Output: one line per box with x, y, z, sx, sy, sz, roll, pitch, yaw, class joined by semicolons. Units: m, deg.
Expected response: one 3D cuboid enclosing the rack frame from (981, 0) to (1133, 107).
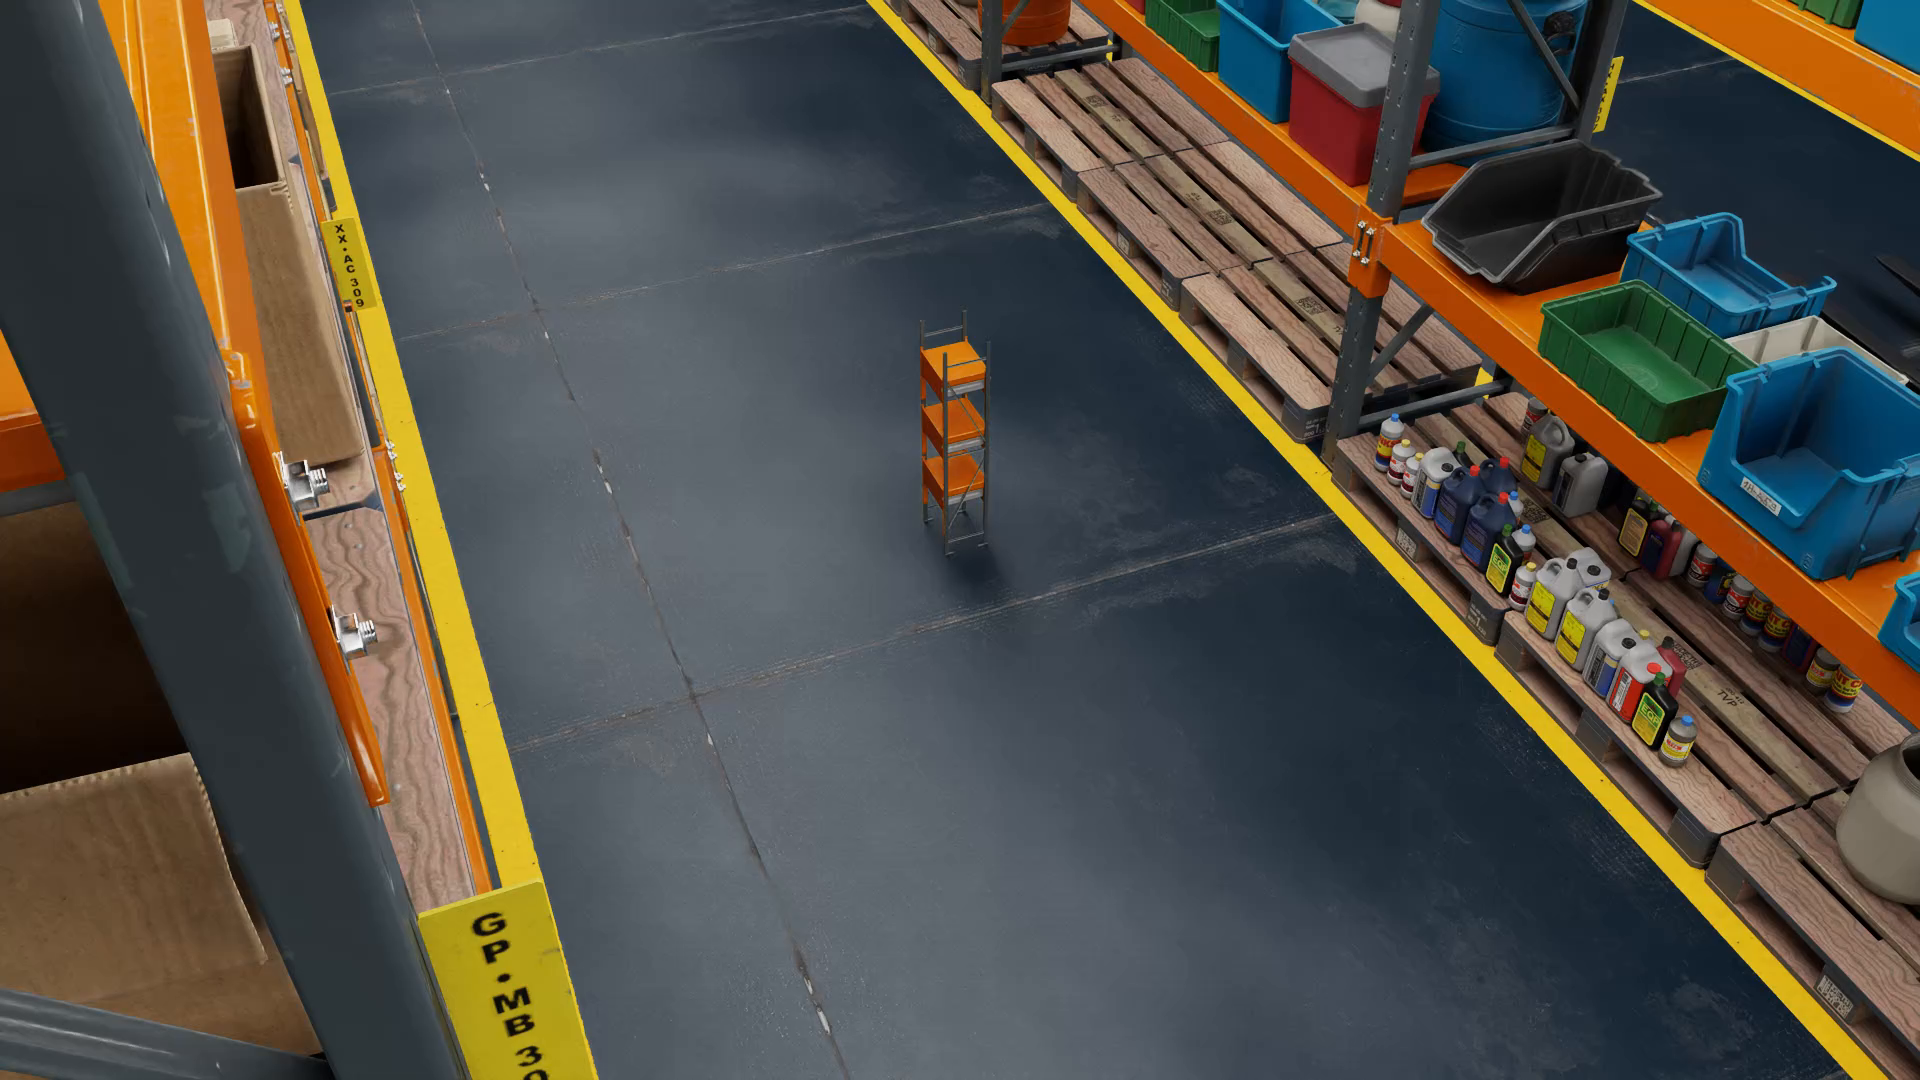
0.616;-4.009;9.611;1.000;3.000;0.127;-15;43;-17;rack frame

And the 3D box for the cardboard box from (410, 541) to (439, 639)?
-2.357;0.213;6.489;0.500;0.250;0.500;-16;43;-18;cardboard box

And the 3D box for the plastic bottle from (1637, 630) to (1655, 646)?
2.553;0.423;6.266;0.097;0.201;0.097;0;41;0;plastic bottle

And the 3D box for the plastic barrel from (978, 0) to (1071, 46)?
0.413;-3.636;10.520;0.600;0.830;0.708;-15;43;-17;plastic barrel

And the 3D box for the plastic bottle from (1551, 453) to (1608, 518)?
2.605;-0.250;6.991;0.152;0.276;0.135;-15;43;-17;plastic bottle

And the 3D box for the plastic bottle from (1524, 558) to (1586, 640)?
2.307;0.198;6.414;0.144;0.351;0.185;-15;43;-17;plastic bottle

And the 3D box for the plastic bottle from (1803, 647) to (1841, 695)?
3.231;0.472;6.209;0.097;0.201;0.097;0;41;0;plastic bottle

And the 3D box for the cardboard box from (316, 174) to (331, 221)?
-3.329;-1.539;8.096;0.500;0.311;0.500;-16;43;-18;cardboard box

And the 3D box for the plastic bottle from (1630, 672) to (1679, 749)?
2.508;0.611;5.985;0.061;0.283;0.133;-14;43;-16;plastic bottle

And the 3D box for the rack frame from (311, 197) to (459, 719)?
-2.431;-0.366;5.375;1.000;3.000;0.127;-15;43;-17;rack frame

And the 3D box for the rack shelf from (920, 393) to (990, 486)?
-0.020;-0.422;6.952;0.215;0.259;0.240;-15;43;-17;rack shelf

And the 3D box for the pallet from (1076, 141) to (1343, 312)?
1.339;-1.741;9.113;1.003;0.211;1.213;-15;43;-17;pallet

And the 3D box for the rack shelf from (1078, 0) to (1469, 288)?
1.381;-2.531;8.445;1.077;0.370;4.000;-15;43;-17;rack shelf

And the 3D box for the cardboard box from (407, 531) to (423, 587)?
-2.359;-0.006;6.313;0.500;0.311;0.500;-15;43;-17;cardboard box

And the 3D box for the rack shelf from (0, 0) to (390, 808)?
-1.666;-1.011;2.383;1.077;0.370;4.000;-15;43;-17;rack shelf

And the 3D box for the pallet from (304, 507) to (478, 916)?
-1.148;0.508;2.126;1.003;0.211;1.213;-15;43;-17;pallet

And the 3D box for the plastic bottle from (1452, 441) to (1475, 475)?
2.110;-0.274;7.014;0.061;0.283;0.133;-15;43;-17;plastic bottle

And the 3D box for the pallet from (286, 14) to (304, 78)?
-4.676;-2.911;10.473;1.003;0.211;1.213;-15;43;-17;pallet

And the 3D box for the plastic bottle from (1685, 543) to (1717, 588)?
2.985;0.084;6.660;0.097;0.201;0.097;0;41;0;plastic bottle

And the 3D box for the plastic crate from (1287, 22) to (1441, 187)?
1.678;-1.839;7.039;0.402;0.464;0.583;-15;43;-17;plastic crate

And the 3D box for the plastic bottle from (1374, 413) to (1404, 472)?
1.863;-0.430;7.205;0.097;0.271;0.097;0;41;0;plastic bottle

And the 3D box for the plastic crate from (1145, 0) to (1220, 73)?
1.219;-2.498;8.016;0.450;0.188;0.662;-15;43;-17;plastic crate

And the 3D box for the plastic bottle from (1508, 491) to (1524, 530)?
2.239;-0.085;6.803;0.097;0.271;0.097;0;41;0;plastic bottle

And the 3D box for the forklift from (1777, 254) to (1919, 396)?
4.947;-1.424;6.658;1.130;2.935;3.031;-12;42;-13;forklift

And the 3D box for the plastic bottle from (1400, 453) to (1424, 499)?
1.941;-0.281;7.085;0.097;0.201;0.097;0;41;0;plastic bottle

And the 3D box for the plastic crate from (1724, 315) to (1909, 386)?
3.002;-0.584;5.831;0.530;0.136;0.437;-15;43;-17;plastic crate

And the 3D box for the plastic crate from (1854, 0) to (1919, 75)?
2.669;-1.395;4.283;0.392;0.384;0.575;-15;43;-17;plastic crate

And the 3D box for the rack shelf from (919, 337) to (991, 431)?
-0.020;-0.637;6.767;0.215;0.259;0.240;-15;43;-17;rack shelf

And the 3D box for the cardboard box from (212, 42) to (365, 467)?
-1.284;-0.412;2.622;0.500;0.500;0.500;-15;43;-17;cardboard box

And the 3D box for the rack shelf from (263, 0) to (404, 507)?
-3.197;-1.298;7.010;1.077;0.370;4.000;-15;43;-17;rack shelf

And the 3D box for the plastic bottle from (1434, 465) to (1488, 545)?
2.072;-0.172;6.844;0.144;0.351;0.185;-14;43;-16;plastic bottle

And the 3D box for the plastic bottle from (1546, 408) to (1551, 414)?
2.635;-0.529;7.310;0.061;0.283;0.133;-13;42;-15;plastic bottle

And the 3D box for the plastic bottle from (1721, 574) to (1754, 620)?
3.064;0.208;6.516;0.097;0.201;0.097;0;41;0;plastic bottle

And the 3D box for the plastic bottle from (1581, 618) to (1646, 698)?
2.445;0.437;6.193;0.152;0.276;0.135;-16;43;-18;plastic bottle

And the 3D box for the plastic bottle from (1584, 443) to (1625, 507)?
2.733;-0.330;7.027;0.144;0.351;0.185;-17;44;-19;plastic bottle

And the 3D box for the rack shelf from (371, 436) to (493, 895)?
-1.666;1.112;4.208;1.077;0.370;4.000;-15;43;-17;rack shelf

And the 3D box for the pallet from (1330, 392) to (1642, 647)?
2.365;-0.127;7.236;1.003;0.211;1.213;-15;43;-17;pallet

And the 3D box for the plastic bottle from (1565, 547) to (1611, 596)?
2.434;0.174;6.499;0.152;0.276;0.135;-15;43;-17;plastic bottle

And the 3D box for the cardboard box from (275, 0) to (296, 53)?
-4.265;-2.957;9.968;0.500;0.500;0.500;-16;43;-17;cardboard box

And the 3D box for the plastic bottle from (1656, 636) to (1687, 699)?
2.596;0.491;6.125;0.061;0.283;0.133;-15;43;-17;plastic bottle

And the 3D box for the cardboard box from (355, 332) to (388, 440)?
-2.745;-0.621;7.028;0.500;0.311;0.500;-16;43;-18;cardboard box

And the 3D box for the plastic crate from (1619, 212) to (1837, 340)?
2.821;-0.944;6.161;0.499;0.251;0.616;-15;43;-17;plastic crate

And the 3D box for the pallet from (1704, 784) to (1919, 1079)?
3.298;1.343;5.527;1.003;0.211;1.213;-15;43;-17;pallet

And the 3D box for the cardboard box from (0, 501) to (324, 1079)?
-1.117;0.308;1.782;0.797;0.503;0.637;-12;42;-14;cardboard box

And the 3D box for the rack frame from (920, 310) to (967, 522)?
-0.067;-0.504;7.031;0.200;1.050;0.008;-15;43;-17;rack frame

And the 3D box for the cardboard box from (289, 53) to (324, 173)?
-3.872;-2.340;9.250;0.500;0.500;0.500;-13;42;-15;cardboard box

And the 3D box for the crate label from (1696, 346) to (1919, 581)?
2.723;-0.244;5.206;0.502;0.435;0.616;-15;43;-17;crate label

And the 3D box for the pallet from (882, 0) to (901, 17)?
-0.187;-4.150;11.914;1.003;0.211;1.213;-15;43;-17;pallet

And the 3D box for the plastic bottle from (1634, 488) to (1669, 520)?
2.856;-0.136;6.801;0.144;0.351;0.185;-15;43;-17;plastic bottle

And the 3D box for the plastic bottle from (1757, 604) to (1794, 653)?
3.140;0.302;6.354;0.097;0.271;0.097;0;41;0;plastic bottle

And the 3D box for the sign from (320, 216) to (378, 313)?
-1.919;-0.863;5.229;0.100;0.325;0.005;-15;43;-17;sign

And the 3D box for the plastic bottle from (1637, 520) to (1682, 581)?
2.816;0.016;6.677;0.061;0.283;0.133;-15;43;-17;plastic bottle

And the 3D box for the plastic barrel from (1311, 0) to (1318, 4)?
1.702;-2.724;8.013;0.433;0.535;0.433;0;41;0;plastic barrel

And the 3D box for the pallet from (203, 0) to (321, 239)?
-2.081;-0.962;3.836;1.003;0.211;1.213;-15;43;-17;pallet

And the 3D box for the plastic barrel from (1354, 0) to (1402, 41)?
1.983;-2.282;7.499;0.433;0.535;0.433;0;41;0;plastic barrel

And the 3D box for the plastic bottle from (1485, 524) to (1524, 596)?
2.169;0.077;6.606;0.061;0.283;0.133;-13;42;-15;plastic bottle

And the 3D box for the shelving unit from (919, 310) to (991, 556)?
-0.020;-0.430;6.945;0.215;1.050;0.252;-15;43;-17;shelving unit
